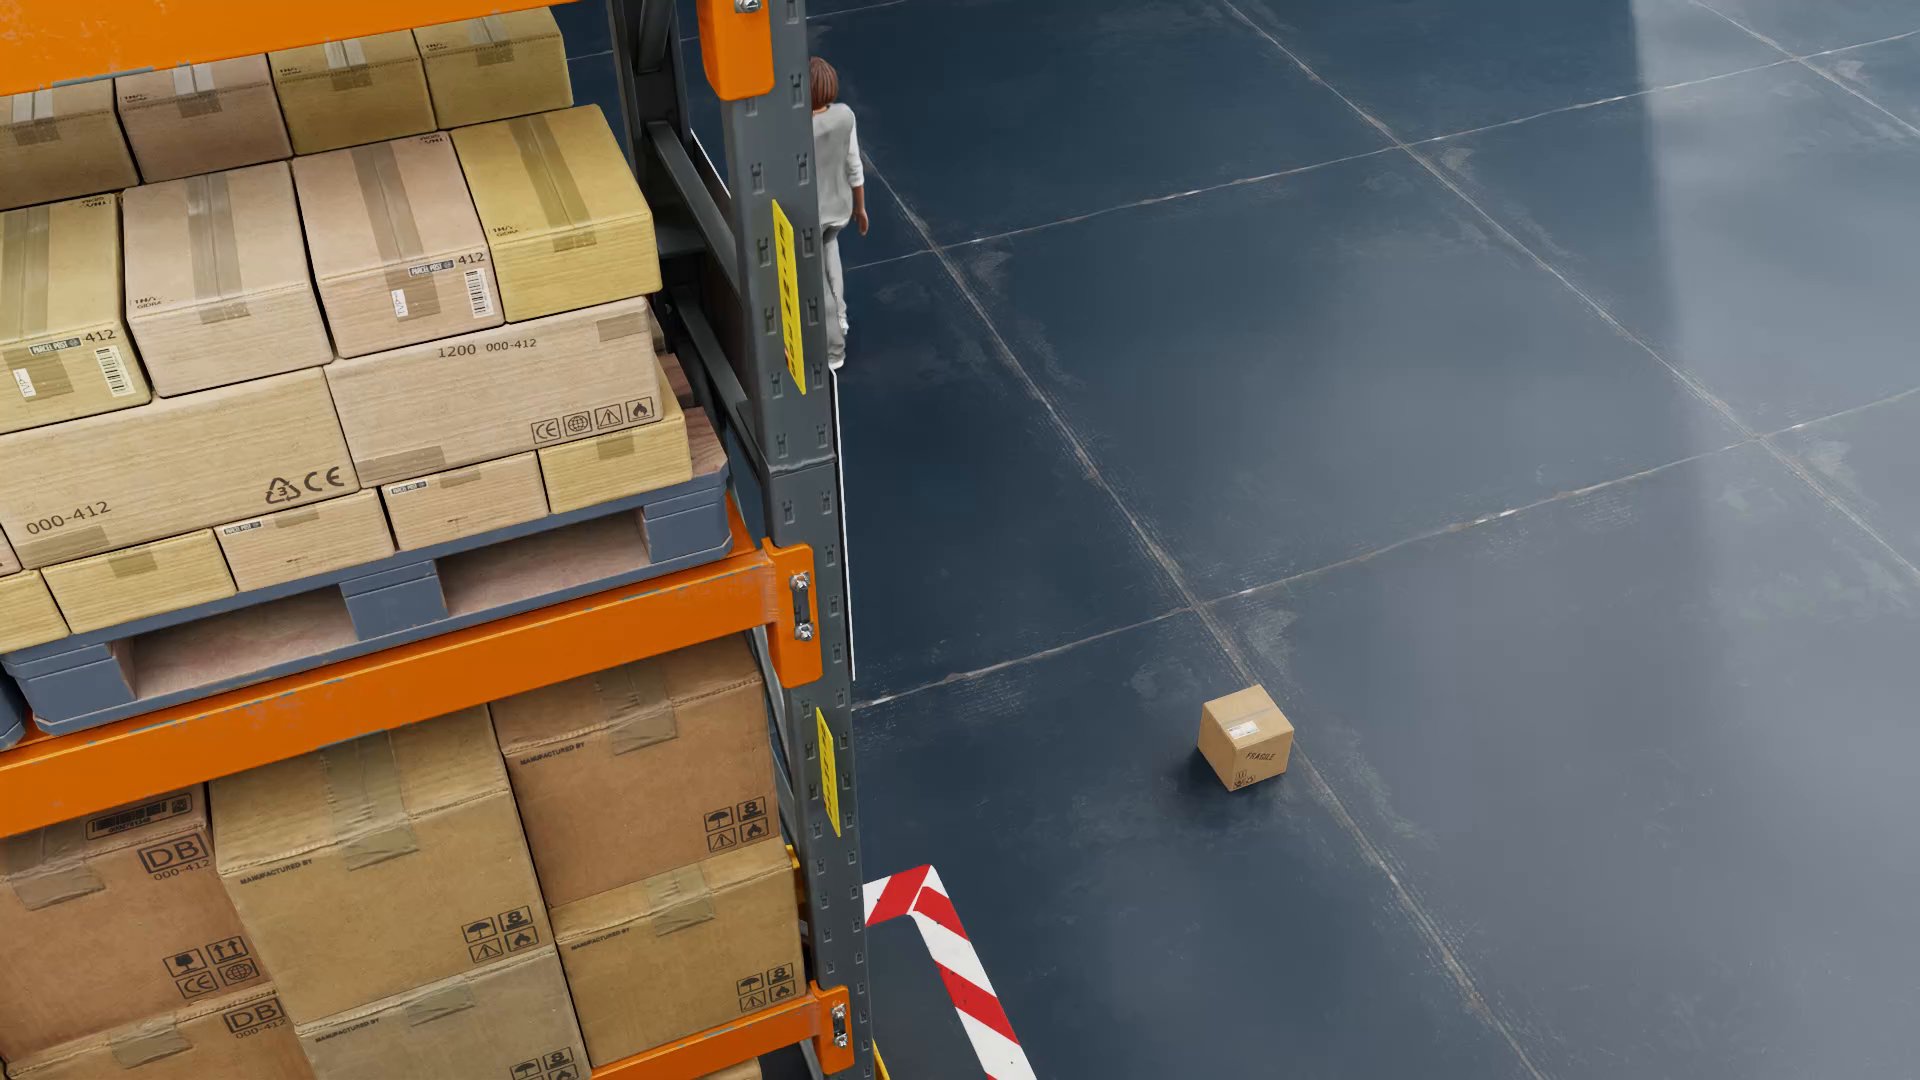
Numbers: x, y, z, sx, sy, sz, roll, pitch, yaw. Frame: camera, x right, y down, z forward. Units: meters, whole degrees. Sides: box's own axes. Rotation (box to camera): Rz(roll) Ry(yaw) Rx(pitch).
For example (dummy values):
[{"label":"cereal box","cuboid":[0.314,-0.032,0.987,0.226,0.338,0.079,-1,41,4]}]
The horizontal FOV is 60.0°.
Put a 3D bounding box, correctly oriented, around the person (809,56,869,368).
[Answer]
[{"label":"person","cuboid":[-0.684,-1.538,7.849,0.439,1.611,0.470,-23,47,-23]}]
